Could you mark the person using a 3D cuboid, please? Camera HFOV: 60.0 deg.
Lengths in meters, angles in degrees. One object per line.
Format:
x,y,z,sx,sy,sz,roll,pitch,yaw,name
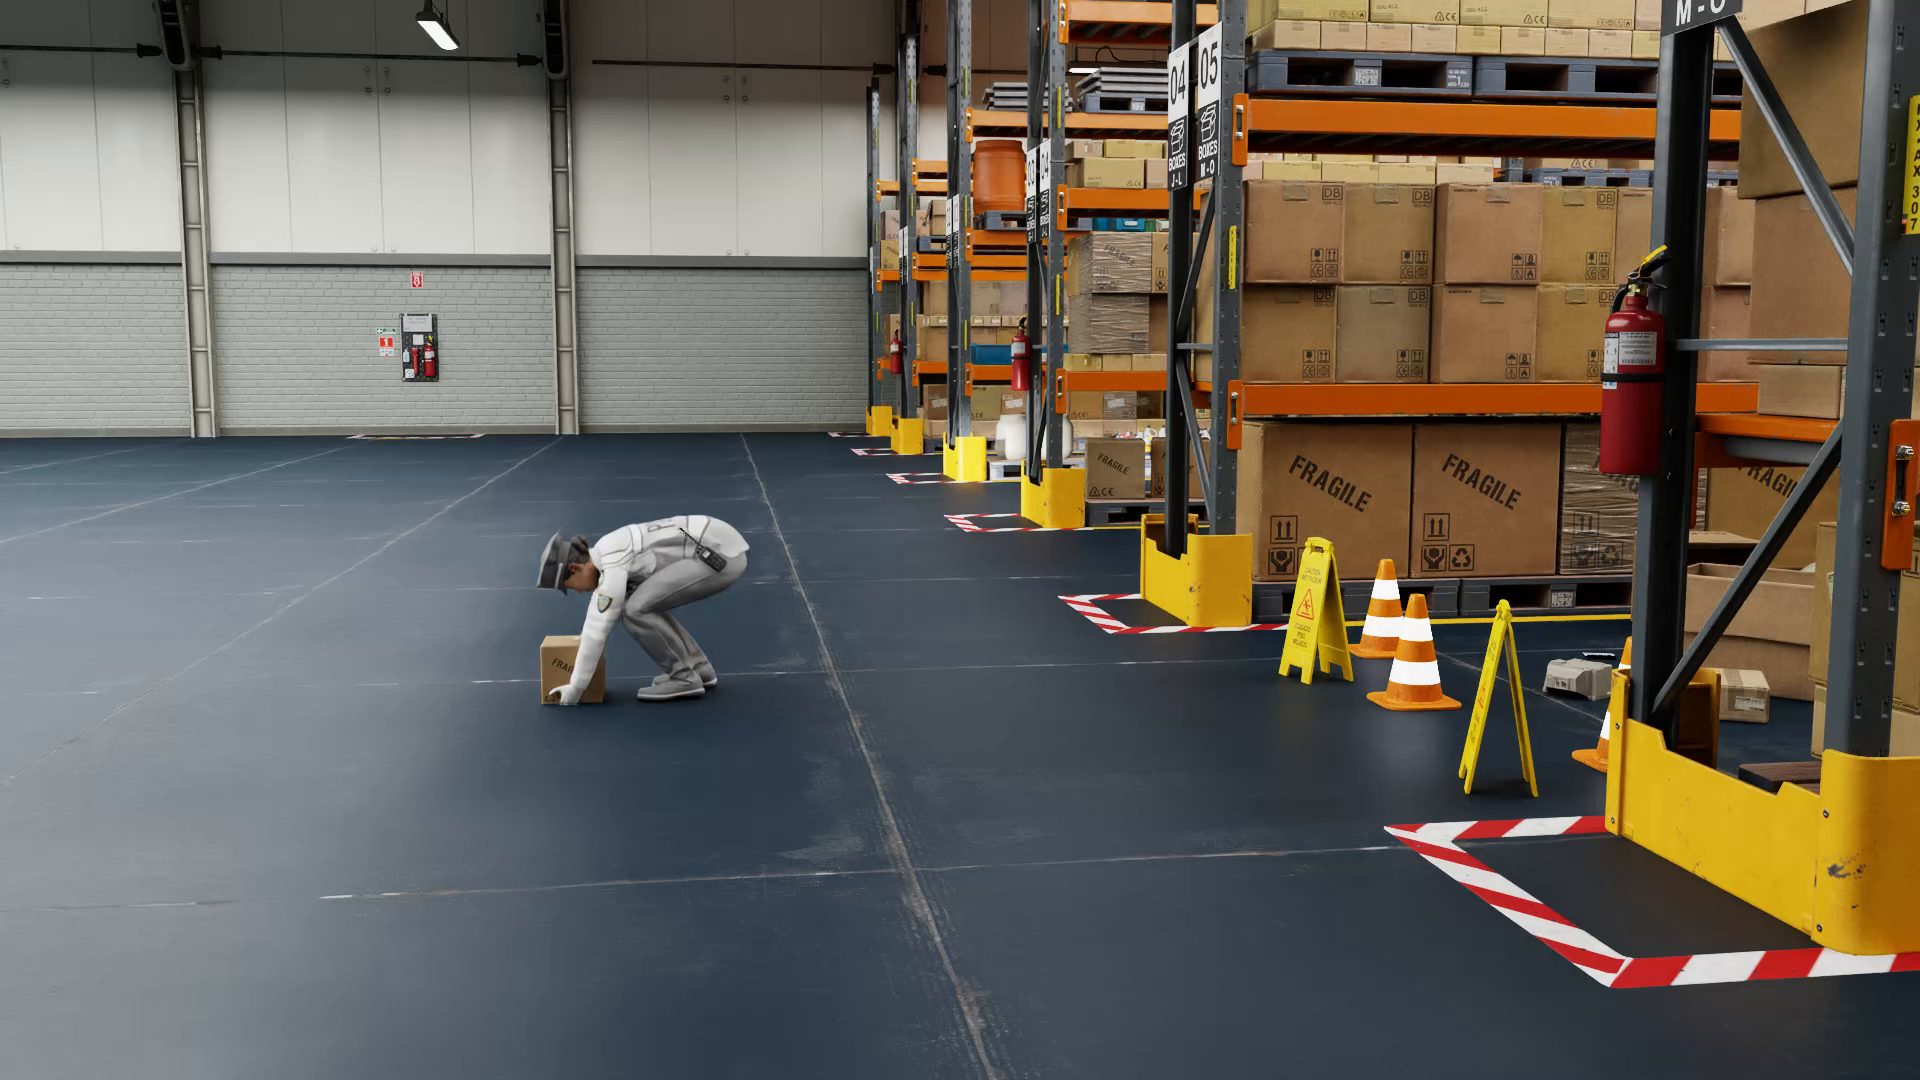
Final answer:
-1.367,0.300,7.190,0.897,0.801,0.452,-1,7,-11,person
